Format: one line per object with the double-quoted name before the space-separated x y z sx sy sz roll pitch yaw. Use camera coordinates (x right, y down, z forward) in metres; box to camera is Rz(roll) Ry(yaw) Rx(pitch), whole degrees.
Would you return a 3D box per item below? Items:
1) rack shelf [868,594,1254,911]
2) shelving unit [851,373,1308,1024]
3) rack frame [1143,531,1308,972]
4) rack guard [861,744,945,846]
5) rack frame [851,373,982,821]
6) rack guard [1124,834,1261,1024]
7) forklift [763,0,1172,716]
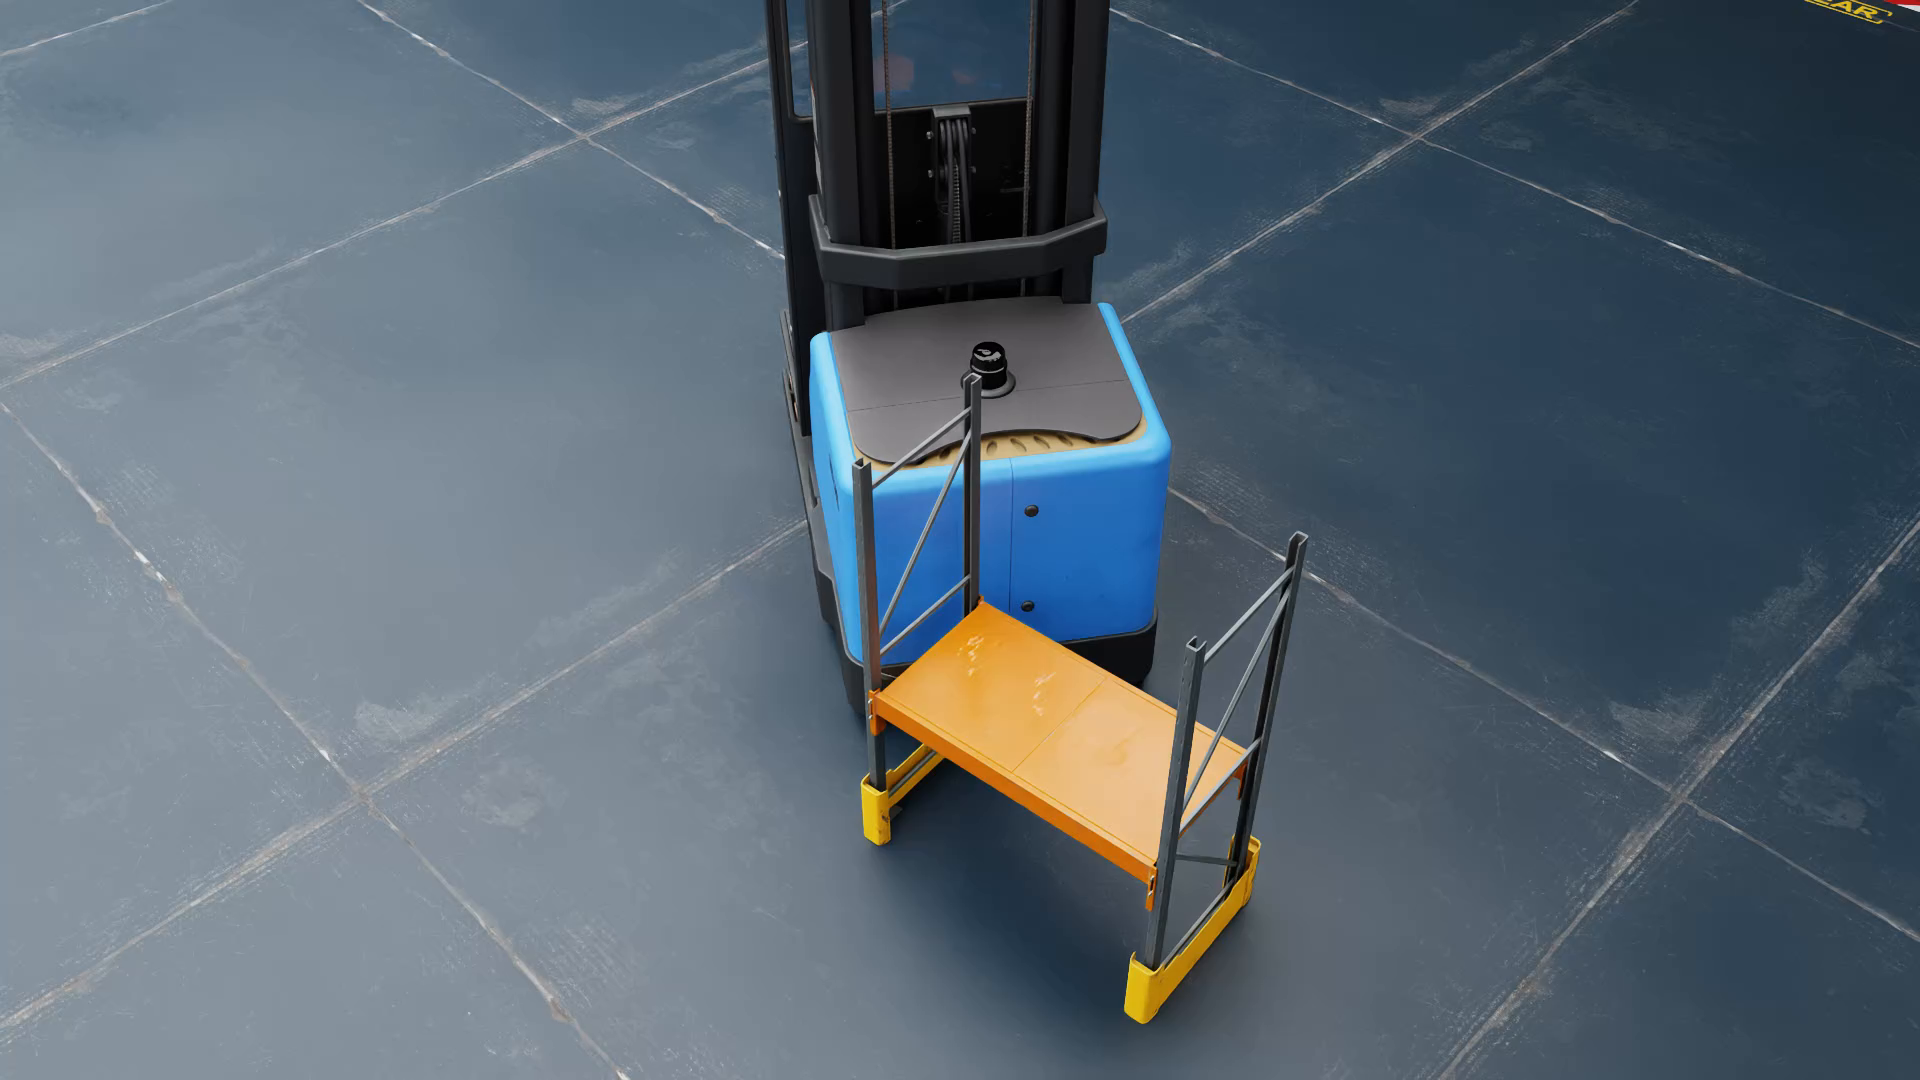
"rack shelf" 0.286 0.581 4.781 1.000 0.185 0.538 29 50 28
"shelving unit" 0.293 0.453 4.655 1.083 1.500 0.587 29 50 28
"rack frame" 0.681 0.666 4.424 0.032 1.500 0.500 29 50 28
"rack guard" -0.094 0.699 5.309 0.087 0.250 0.587 29 50 28
"rack frame" -0.109 0.232 4.894 0.032 1.500 0.500 29 50 28
"rack guard" 0.680 1.124 4.849 0.087 0.250 0.587 29 50 28
"forklift" -0.114 -1.497 5.711 1.130 2.935 3.031 -7 43 -8
